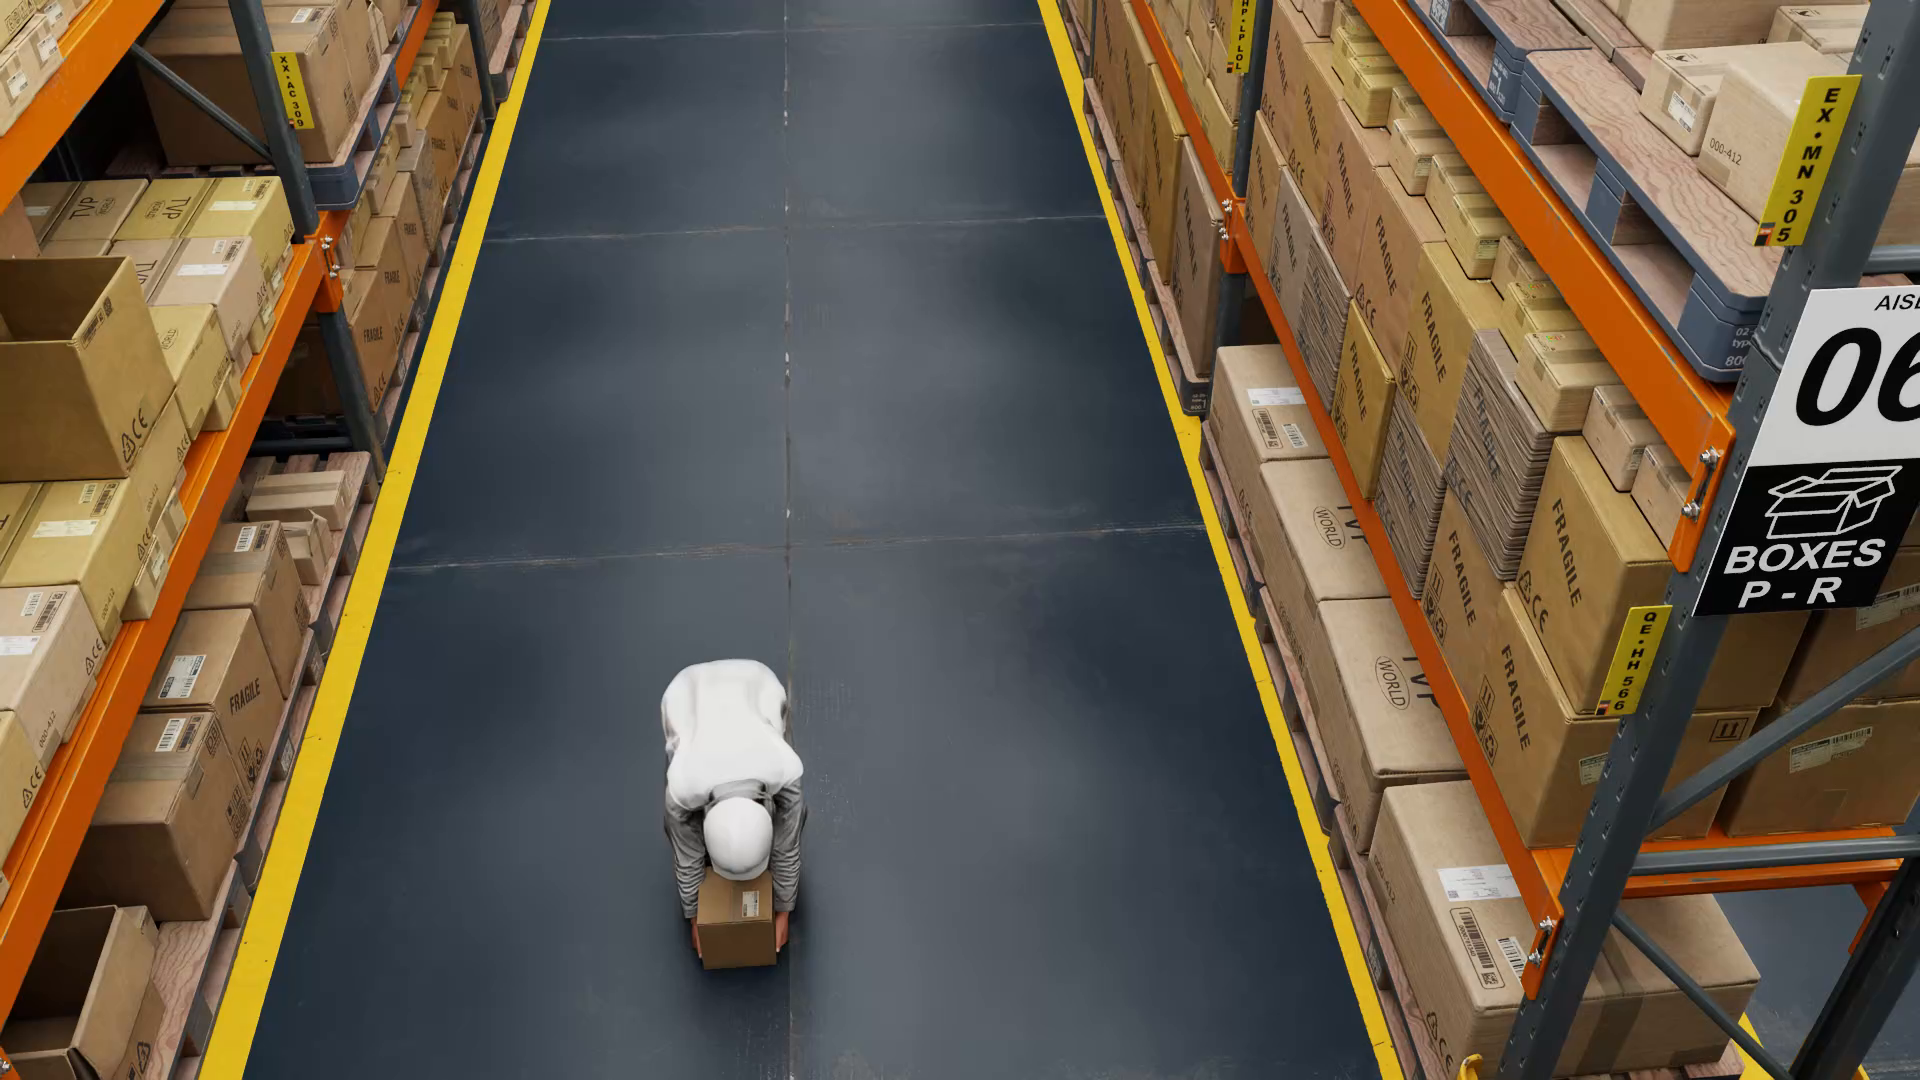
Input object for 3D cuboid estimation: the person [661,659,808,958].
[{"bbox_3d":[-0.784,0.921,5.798,0.504,0.795,0.994,-4,39,-5],"label":"person"}]
